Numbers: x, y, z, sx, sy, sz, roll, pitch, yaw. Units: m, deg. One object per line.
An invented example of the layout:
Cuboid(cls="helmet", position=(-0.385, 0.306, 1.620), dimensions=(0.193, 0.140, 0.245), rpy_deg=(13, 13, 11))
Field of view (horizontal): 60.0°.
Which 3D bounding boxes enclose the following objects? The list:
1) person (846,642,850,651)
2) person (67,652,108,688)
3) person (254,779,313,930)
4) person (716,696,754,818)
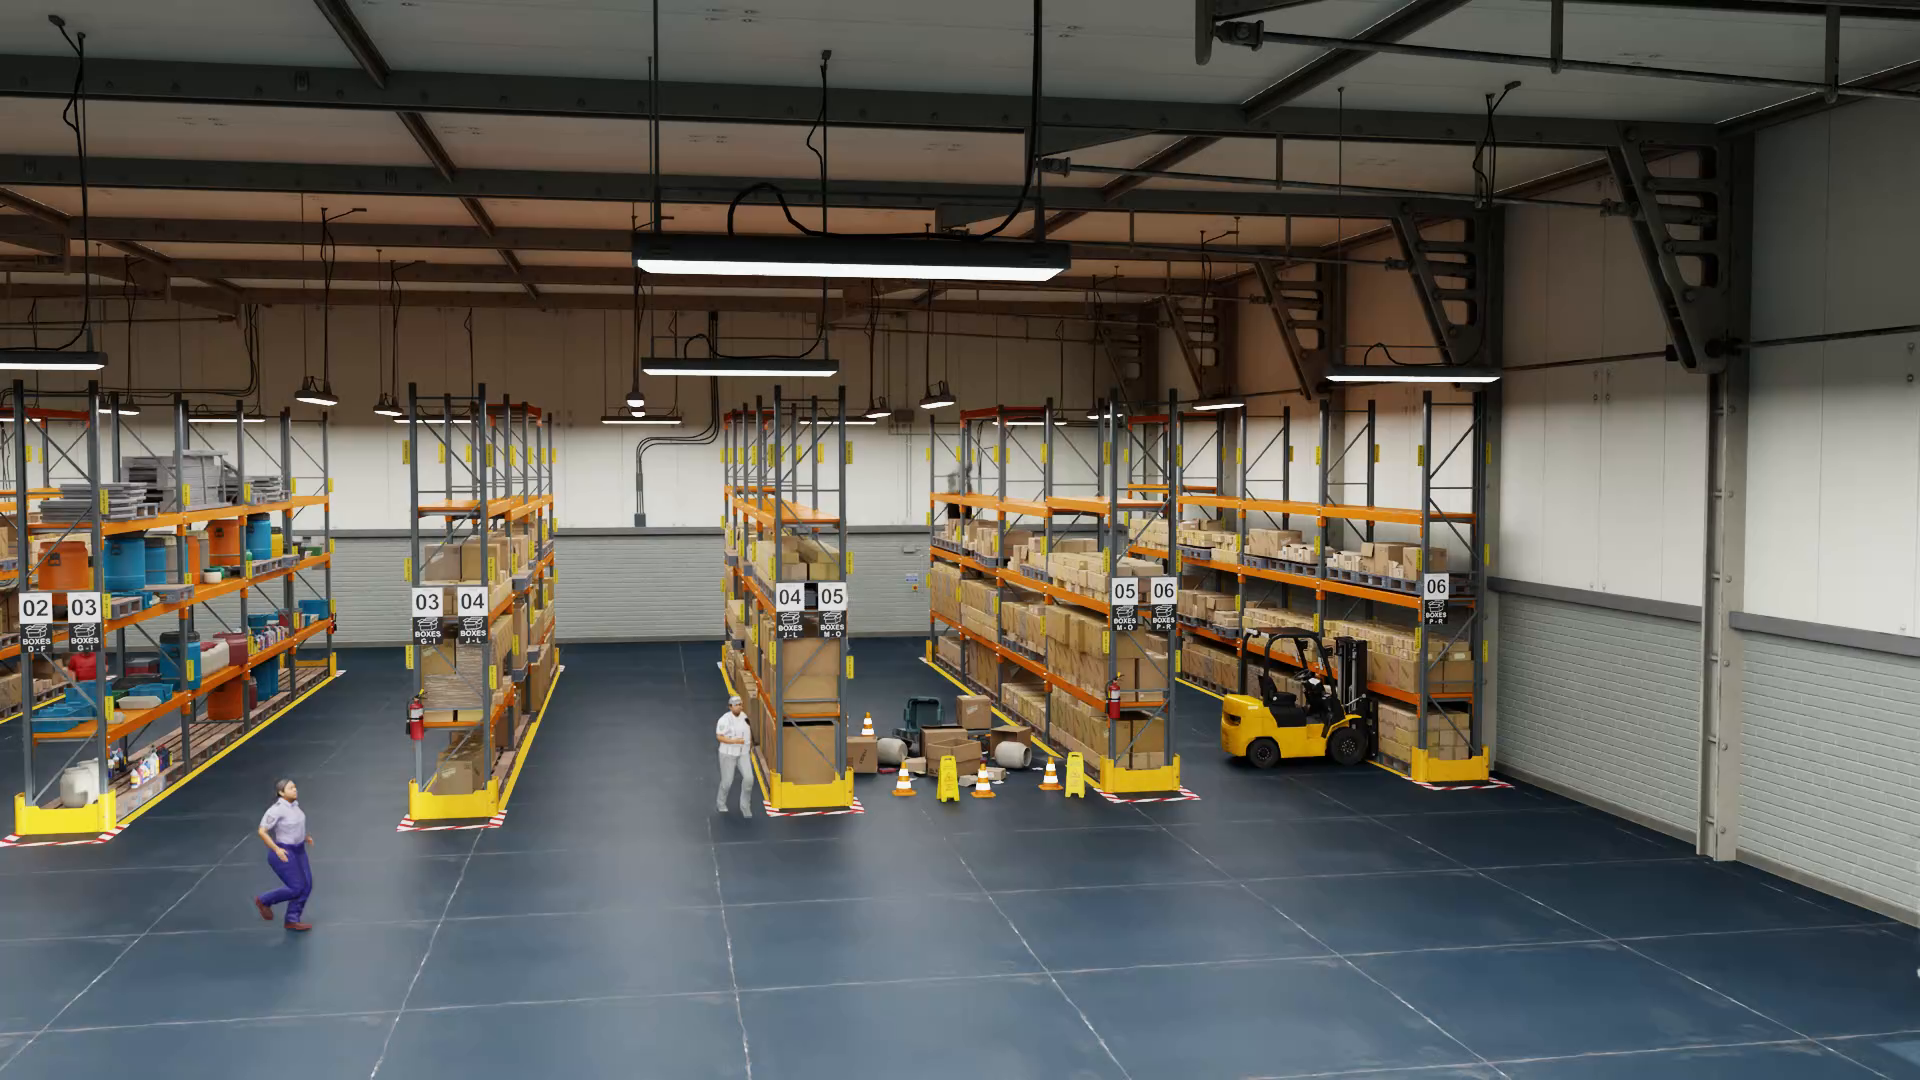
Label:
Cuboid(cls="person", position=(-3.165, 1.956, 41.192), dimensions=(0.914, 1.732, 0.674), rpy_deg=(0, 3, -7))
Cuboid(cls="person", position=(-15.682, 2.639, 29.872), dimensions=(0.645, 1.685, 0.604), rpy_deg=(-1, 3, -21))
Cuboid(cls="person", position=(-7.120, 3.313, 17.537), dimensions=(0.566, 1.599, 0.623), rpy_deg=(0, 3, 5))
Cuboid(cls="person", position=(-3.115, 3.024, 23.087), dimensions=(0.625, 1.745, 0.734), rpy_deg=(-2, 4, -36))
